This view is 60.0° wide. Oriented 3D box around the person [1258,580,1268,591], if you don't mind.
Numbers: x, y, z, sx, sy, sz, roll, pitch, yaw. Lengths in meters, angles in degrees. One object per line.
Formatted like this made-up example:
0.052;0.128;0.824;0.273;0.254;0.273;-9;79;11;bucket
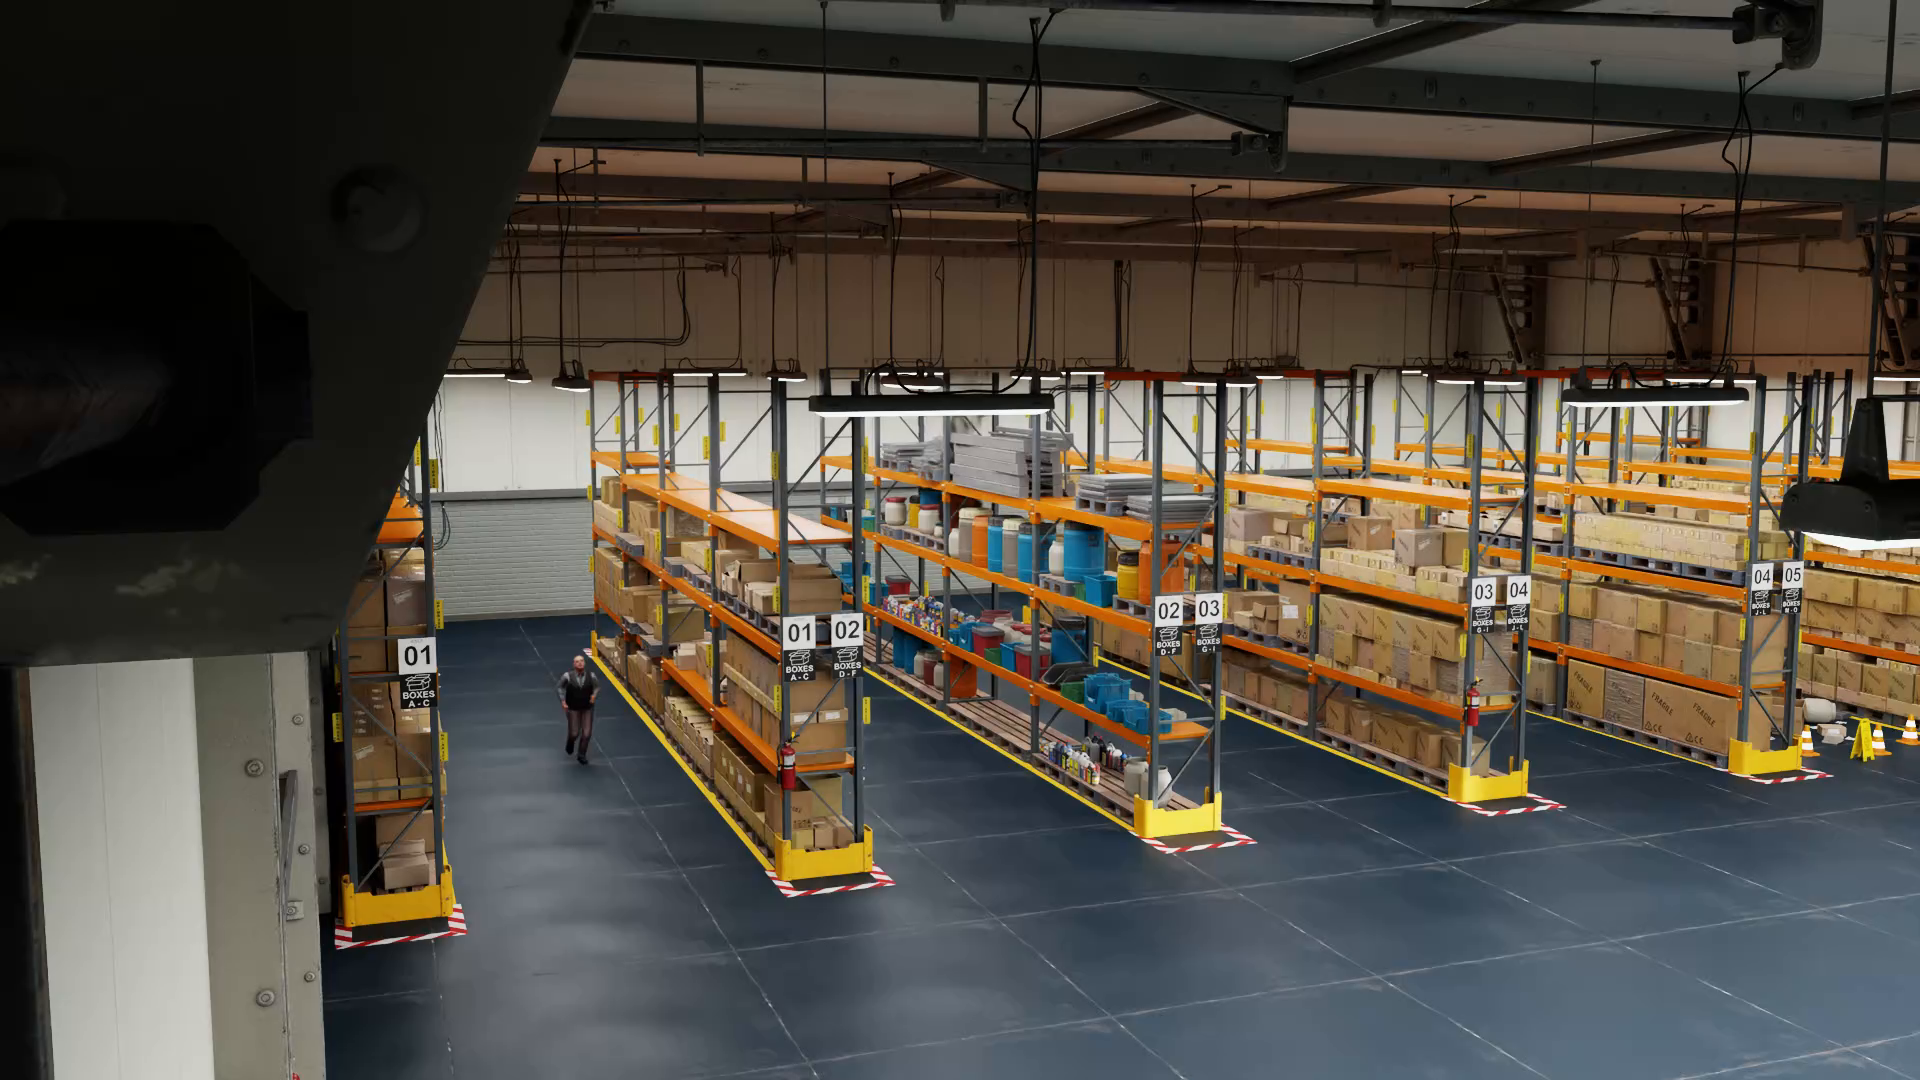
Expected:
7.489;0.813;41.605;0.898;1.752;0.653;-3;7;-26;person

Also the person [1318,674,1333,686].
6.874;1.949;31.382;0.678;1.763;0.835;-3;7;-28;person

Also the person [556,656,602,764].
-5.881;2.632;25.747;0.688;1.687;0.565;-2;7;-21;person
